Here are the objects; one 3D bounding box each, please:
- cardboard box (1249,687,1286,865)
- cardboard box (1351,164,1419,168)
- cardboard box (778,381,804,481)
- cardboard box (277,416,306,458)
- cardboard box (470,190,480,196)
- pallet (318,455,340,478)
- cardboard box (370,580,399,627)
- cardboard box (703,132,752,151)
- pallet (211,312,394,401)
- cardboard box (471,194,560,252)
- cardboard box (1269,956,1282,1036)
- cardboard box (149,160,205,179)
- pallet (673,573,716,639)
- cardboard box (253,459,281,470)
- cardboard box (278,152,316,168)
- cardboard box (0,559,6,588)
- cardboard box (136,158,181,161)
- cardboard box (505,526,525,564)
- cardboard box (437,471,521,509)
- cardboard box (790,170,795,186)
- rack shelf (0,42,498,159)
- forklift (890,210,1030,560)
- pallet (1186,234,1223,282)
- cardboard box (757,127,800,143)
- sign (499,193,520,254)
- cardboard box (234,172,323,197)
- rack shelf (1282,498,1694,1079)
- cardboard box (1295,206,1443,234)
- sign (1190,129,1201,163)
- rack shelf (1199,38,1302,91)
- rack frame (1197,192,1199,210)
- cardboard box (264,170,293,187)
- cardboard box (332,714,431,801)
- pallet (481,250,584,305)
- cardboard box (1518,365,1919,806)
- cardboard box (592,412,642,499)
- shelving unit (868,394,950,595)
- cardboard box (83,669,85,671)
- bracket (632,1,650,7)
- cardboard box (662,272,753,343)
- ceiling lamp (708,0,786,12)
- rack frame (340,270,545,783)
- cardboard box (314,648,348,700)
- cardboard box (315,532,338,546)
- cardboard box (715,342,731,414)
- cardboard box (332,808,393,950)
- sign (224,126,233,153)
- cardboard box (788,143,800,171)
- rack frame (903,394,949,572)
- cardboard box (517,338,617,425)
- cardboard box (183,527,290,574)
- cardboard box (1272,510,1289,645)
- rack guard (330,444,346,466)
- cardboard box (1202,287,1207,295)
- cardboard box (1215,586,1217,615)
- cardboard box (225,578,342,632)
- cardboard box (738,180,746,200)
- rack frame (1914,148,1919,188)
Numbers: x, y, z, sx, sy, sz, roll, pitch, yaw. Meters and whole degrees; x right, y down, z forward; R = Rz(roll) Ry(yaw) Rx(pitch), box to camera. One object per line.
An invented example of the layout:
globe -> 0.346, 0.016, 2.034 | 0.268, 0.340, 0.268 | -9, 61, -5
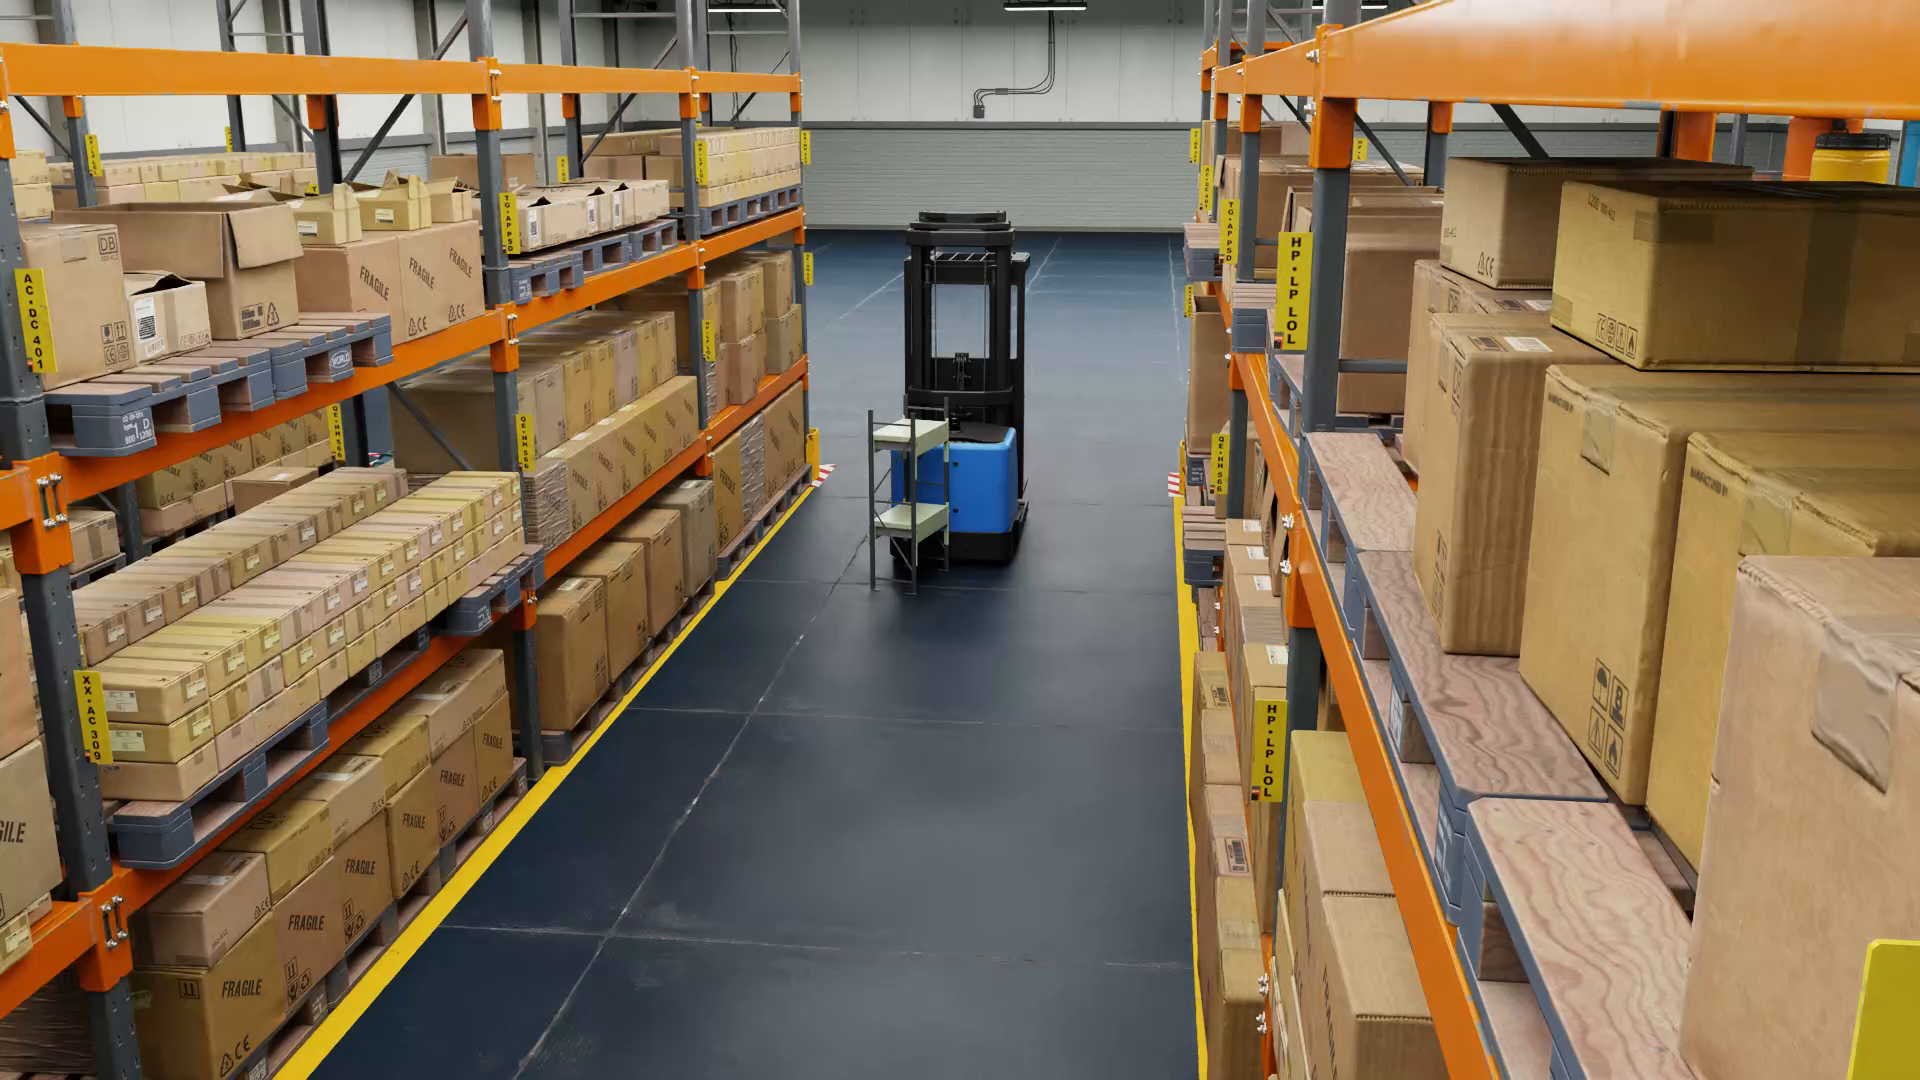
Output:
cardboard box -> 1.318, 0.863, 6.031 | 0.500, 0.500, 0.500 | 2, 15, 8
cardboard box -> 2.294, -1.852, 9.367 | 0.500, 0.500, 0.500 | 2, 15, 7
cardboard box -> -2.100, -1.115, 16.804 | 0.875, 0.875, 0.875 | 2, 15, 7
cardboard box -> -6.906, -1.121, 16.590 | 0.500, 0.500, 0.500 | 2, 15, 8
cardboard box -> -3.172, -1.976, 10.153 | 0.500, 0.311, 0.500 | 2, 15, 6
pallet -> -7.155, -0.660, 17.197 | 1.003, 0.211, 1.213 | 2, 15, 6
cardboard box -> -2.768, 0.278, 7.496 | 0.380, 0.149, 0.250 | 1, 15, 5
cardboard box -> -2.020, -3.455, 14.404 | 0.380, 0.149, 0.250 | 2, 15, 6
pallet -> -3.154, -0.787, 6.937 | 1.213, 0.211, 1.003 | 2, 15, 6
cardboard box -> -2.692, -1.878, 9.788 | 0.500, 0.311, 0.500 | 2, 15, 6
cardboard box -> 1.110, 1.357, 4.877 | 0.380, 0.149, 0.250 | 2, 15, 6
cardboard box -> -7.018, -3.321, 14.903 | 0.380, 0.149, 0.250 | 1, 15, 5
pallet -> -2.553, 0.470, 13.018 | 1.003, 0.211, 1.213 | 2, 15, 6
cardboard box -> -6.963, -0.623, 16.182 | 0.500, 0.250, 0.500 | 1, 15, 4
cardboard box -> -6.764, -3.850, 16.862 | 0.380, 0.149, 0.250 | 2, 15, 7
cardboard box -> -7.682, 0.371, 12.272 | 0.950, 0.372, 0.625 | 2, 15, 8
cardboard box -> -7.465, -3.467, 15.443 | 0.380, 0.149, 0.250 | 2, 15, 7
cardboard box -> -2.591, 0.019, 9.020 | 0.380, 0.149, 0.250 | 2, 15, 7
cardboard box -> -2.592, -0.269, 8.946 | 0.380, 0.149, 0.250 | 1, 15, 4
cardboard box -> -1.819, -3.532, 16.215 | 0.380, 0.149, 0.250 | 2, 15, 7
rack shelf -> -3.218, -1.877, 7.010 | 1.077, 0.370, 4.000 | 2, 15, 6
forklift -> 0.068, -1.578, 15.384 | 1.130, 2.935, 3.031 | 2, 15, 6
pallet -> 2.087, -1.837, 10.822 | 1.213, 0.211, 1.003 | 2, 15, 6
cardboard box -> -1.790, -3.981, 16.348 | 0.380, 0.149, 0.250 | 2, 15, 7
sign -> -2.453, -1.722, 9.045 | 0.100, 0.325, 0.005 | 2, 15, 6
cardboard box -> -3.370, -1.676, 8.208 | 0.396, 0.266, 0.258 | 2, 15, 6
rack shelf -> 1.248, 0.587, 2.876 | 1.077, 0.370, 4.000 | 2, 15, 6
cardboard box -> 1.715, -1.038, 6.507 | 0.797, 0.503, 0.637 | 1, 15, 5
sign -> 2.288, -3.829, 16.155 | 0.100, 0.325, 0.005 | 2, 15, 6
rack shelf -> 2.602, -3.972, 13.995 | 1.077, 0.370, 4.000 | 2, 15, 6
rack frame -> 2.828, -1.943, 16.602 | 1.000, 3.000, 0.127 | 2, 15, 6
cardboard box -> -6.881, -3.483, 16.269 | 0.500, 0.250, 0.500 | 1, 15, 5
cardboard box -> -2.928, 1.049, 8.083 | 0.500, 0.250, 0.500 | 2, 15, 8
pallet -> -2.972, -1.566, 9.822 | 1.213, 0.211, 1.003 | 2, 15, 9
cardboard box -> 1.221, 0.045, 2.315 | 0.700, 0.500, 0.500 | 1, 15, 2
cardboard box -> -2.503, -0.589, 11.403 | 0.500, 0.500, 0.500 | 2, 15, 6
shelving unit -> -0.413, -0.385, 13.712 | 0.431, 1.500, 0.755 | 6, 16, 20
cardboard box -> -3.566, 0.594, 6.324 | 0.380, 0.149, 0.250 | 2, 15, 7
bracket -> -8.940, -15.199, 47.237 | 0.076, 0.066, 3.189 | 2, 15, 6
cardboard box -> -2.321, -2.048, 14.635 | 0.875, 0.550, 0.550 | 2, 15, 6
ceiling lamp -> -5.257, -14.579, 40.655 | 2.000, 3.185, 0.800 | 2, 15, 6
rack frame -> -2.992, -0.041, 9.565 | 1.000, 3.000, 0.127 | 2, 15, 6
cardboard box -> -2.827, 0.559, 7.025 | 0.380, 0.149, 0.250 | 1, 15, 4
cardboard box -> -3.330, 0.059, 8.304 | 0.380, 0.149, 0.250 | 2, 15, 7
cardboard box -> -2.471, -1.390, 14.268 | 0.875, 0.550, 0.550 | 2, 15, 6
cardboard box -> -2.993, 1.543, 7.692 | 0.500, 0.500, 0.500 | 2, 15, 7
sign -> -7.558, -4.121, 17.234 | 0.100, 0.325, 0.005 | 2, 15, 6
cardboard box -> -1.867, -3.750, 16.260 | 0.500, 0.250, 0.500 | 2, 15, 7
rack frame -> -0.284, -0.474, 14.043 | 0.400, 1.500, 0.023 | 6, 16, 20
cardboard box -> -2.763, -1.085, 11.319 | 0.700, 0.500, 0.500 | 2, 15, 6
cardboard box -> -3.383, 0.046, 7.783 | 0.380, 0.149, 0.250 | 2, 15, 8
cardboard box -> 1.681, 0.131, 6.816 | 0.797, 0.503, 0.637 | 2, 15, 8
rack guard -> -7.028, -1.009, 17.934 | 1.175, 0.500, 0.348 | 2, 15, 6
cardboard box -> 2.153, -1.705, 13.044 | 0.500, 0.500, 0.500 | 2, 15, 6
cardboard box -> 2.213, 0.370, 11.992 | 0.700, 0.500, 0.500 | 2, 15, 6
cardboard box -> -2.826, 0.270, 6.955 | 0.380, 0.149, 0.250 | 2, 15, 6
cardboard box -> -2.049, -3.004, 14.264 | 0.380, 0.149, 0.250 | 1, 15, 5
rack frame -> 7.297, -3.656, 11.442 | 1.000, 3.000, 0.127 | 2, 15, 6
